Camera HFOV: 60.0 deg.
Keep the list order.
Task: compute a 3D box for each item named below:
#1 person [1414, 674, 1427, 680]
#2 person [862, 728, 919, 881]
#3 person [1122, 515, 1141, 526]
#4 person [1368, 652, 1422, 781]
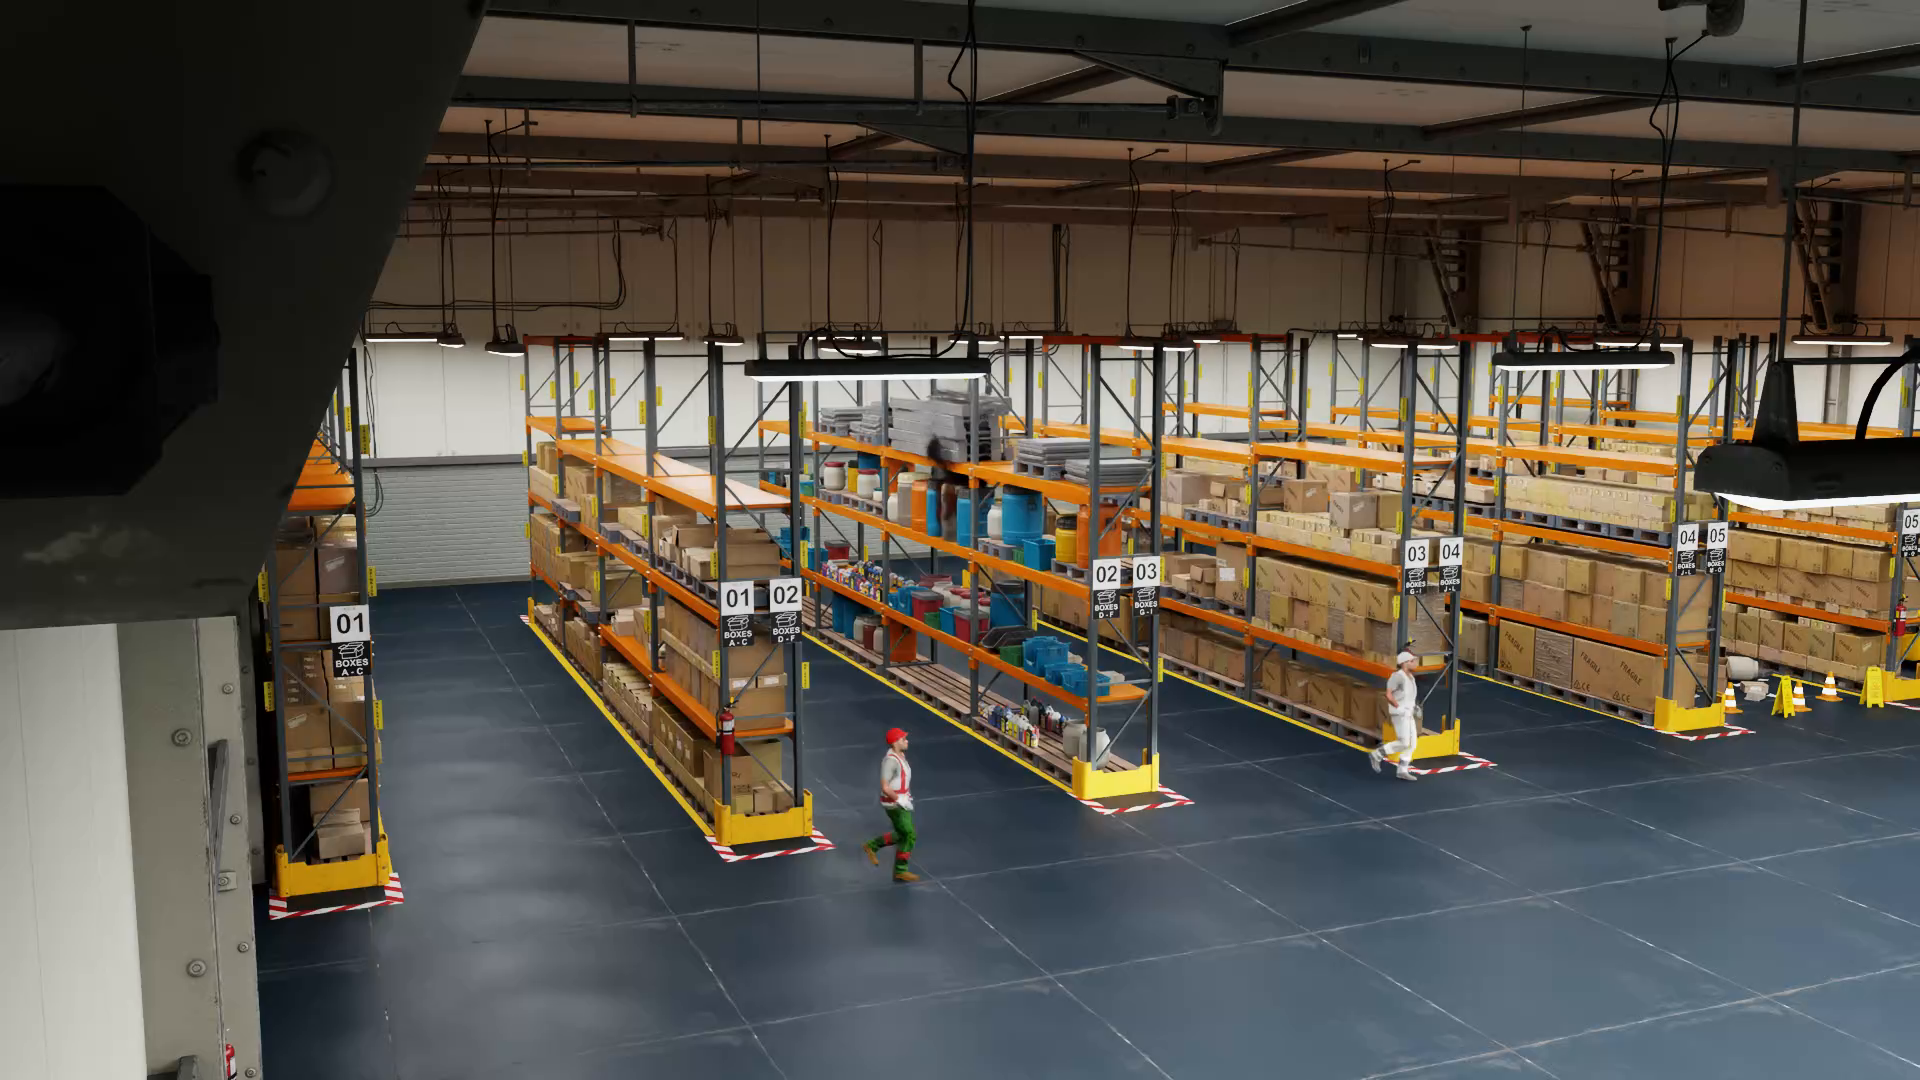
[{"bbox_3d":[8.046,1.643,29.409,0.609,1.615,0.663,-4,9,-27],"label":"person"},{"bbox_3d":[-0.795,2.982,18.837,0.670,1.748,0.692,1,8,5],"label":"person"},{"bbox_3d":[4.129,0.001,41.286,0.891,1.760,0.778,-6,10,-37],"label":"person"},{"bbox_3d":[6.104,2.408,23.079,0.677,1.738,0.702,5,9,34],"label":"person"}]
